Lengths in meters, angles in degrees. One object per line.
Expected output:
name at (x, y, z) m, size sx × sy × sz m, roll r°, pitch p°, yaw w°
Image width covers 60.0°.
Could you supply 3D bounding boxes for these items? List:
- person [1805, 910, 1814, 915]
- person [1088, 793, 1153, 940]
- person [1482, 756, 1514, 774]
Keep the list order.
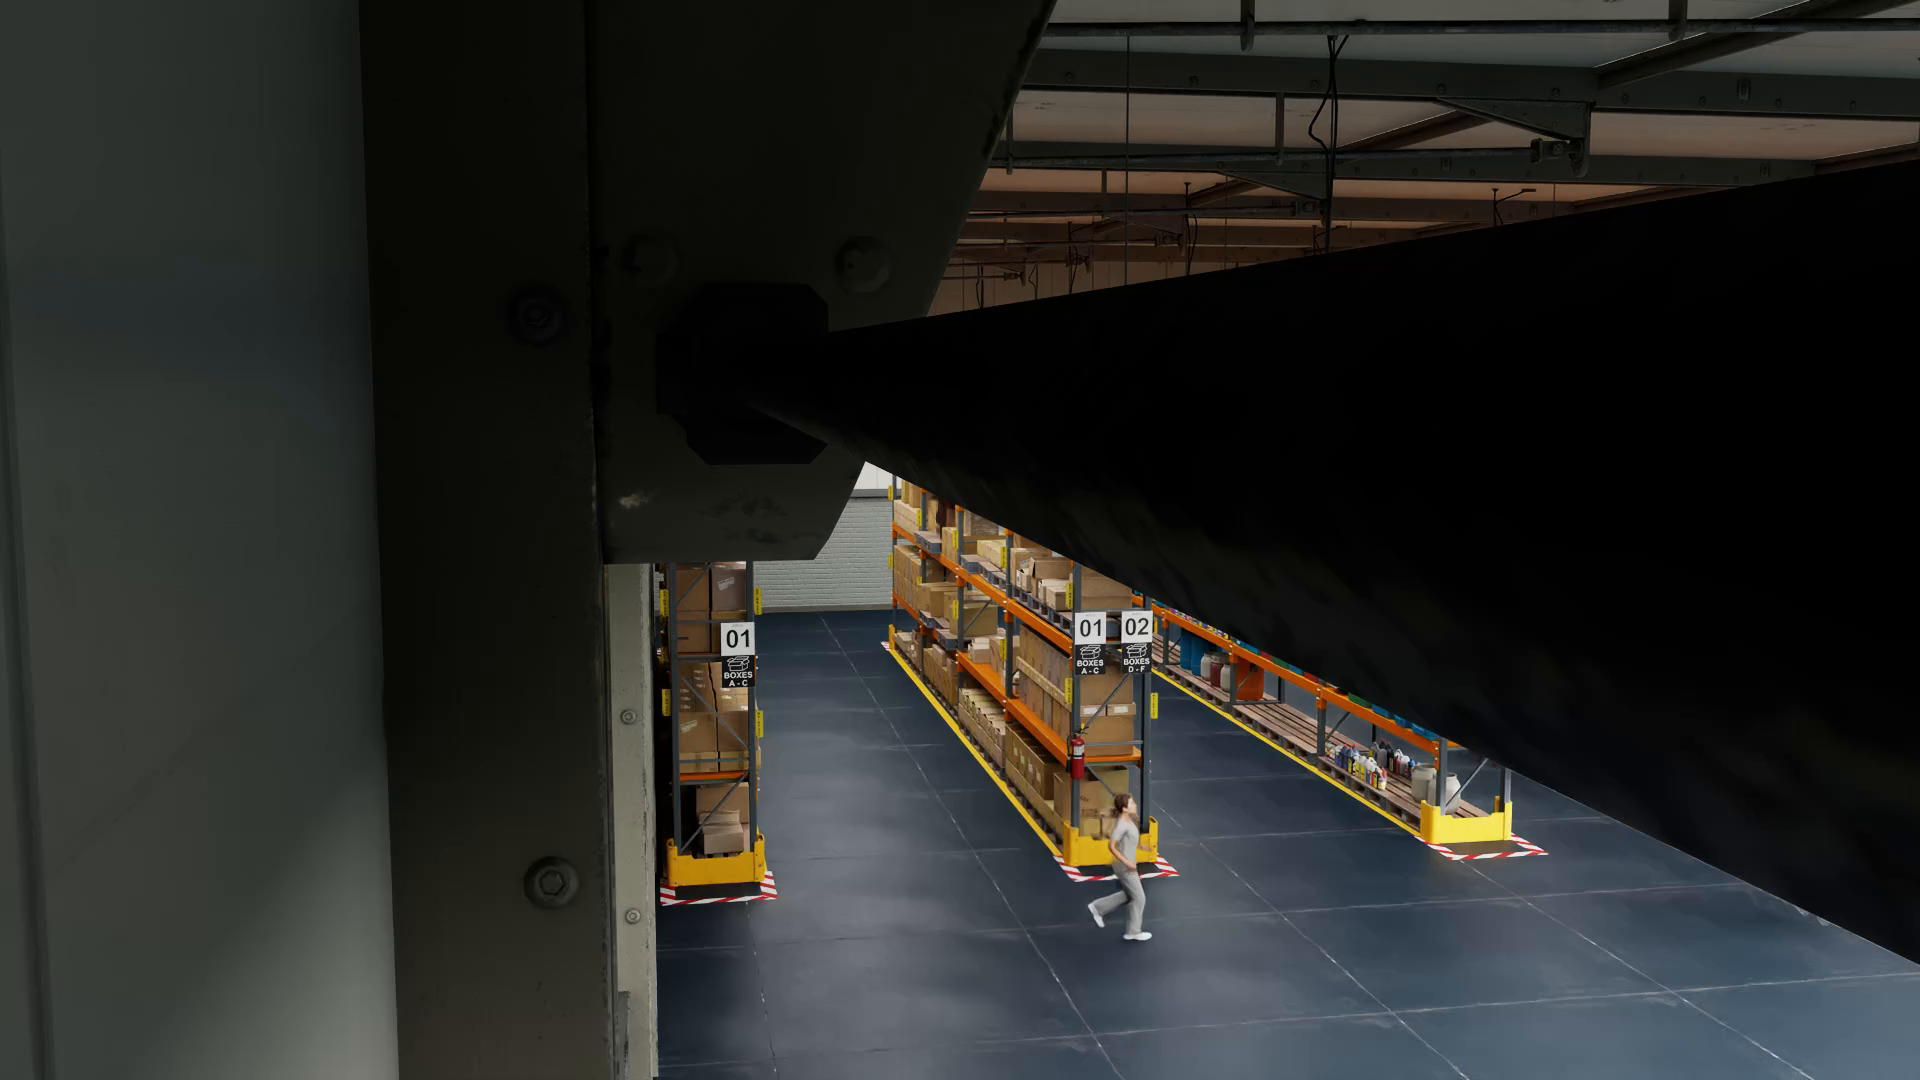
person at (9.876, 3.533, 18.570) m, size 0.964 × 1.692 × 0.679 m, roll 2°, pitch 7°, yaw 19°
person at (1.743, 3.559, 18.126) m, size 0.705 × 1.633 × 0.564 m, roll 1°, pitch 6°, yaw 9°
person at (8.372, 2.743, 25.923) m, size 0.587 × 1.663 × 0.964 m, roll -3°, pitch 7°, yaw -23°
